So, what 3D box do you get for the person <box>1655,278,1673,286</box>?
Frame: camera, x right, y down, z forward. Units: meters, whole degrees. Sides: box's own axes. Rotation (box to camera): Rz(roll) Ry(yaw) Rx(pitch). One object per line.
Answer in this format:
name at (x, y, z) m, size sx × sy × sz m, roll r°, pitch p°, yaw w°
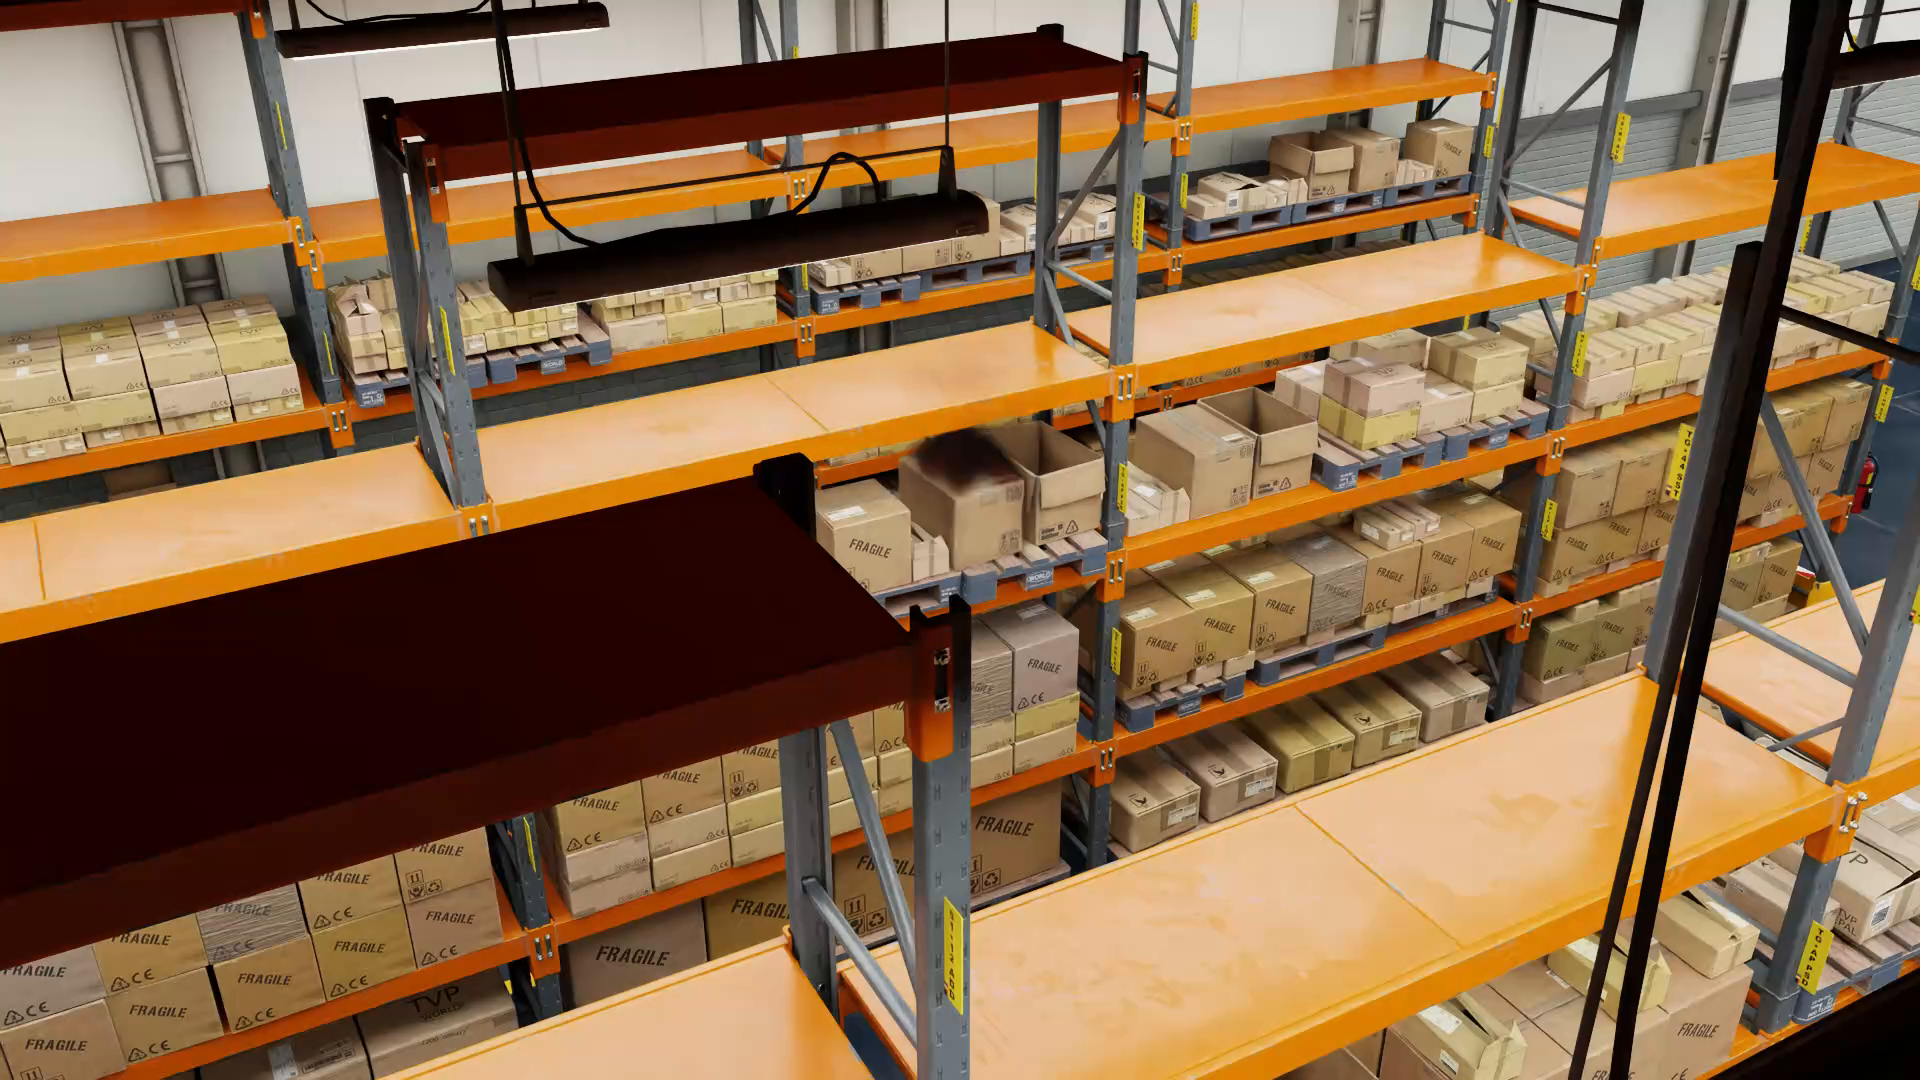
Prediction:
person at (7.899, -2.157, 19.114) m, size 0.596 × 1.791 × 0.456 m, roll -21°, pitch 34°, yaw -34°
